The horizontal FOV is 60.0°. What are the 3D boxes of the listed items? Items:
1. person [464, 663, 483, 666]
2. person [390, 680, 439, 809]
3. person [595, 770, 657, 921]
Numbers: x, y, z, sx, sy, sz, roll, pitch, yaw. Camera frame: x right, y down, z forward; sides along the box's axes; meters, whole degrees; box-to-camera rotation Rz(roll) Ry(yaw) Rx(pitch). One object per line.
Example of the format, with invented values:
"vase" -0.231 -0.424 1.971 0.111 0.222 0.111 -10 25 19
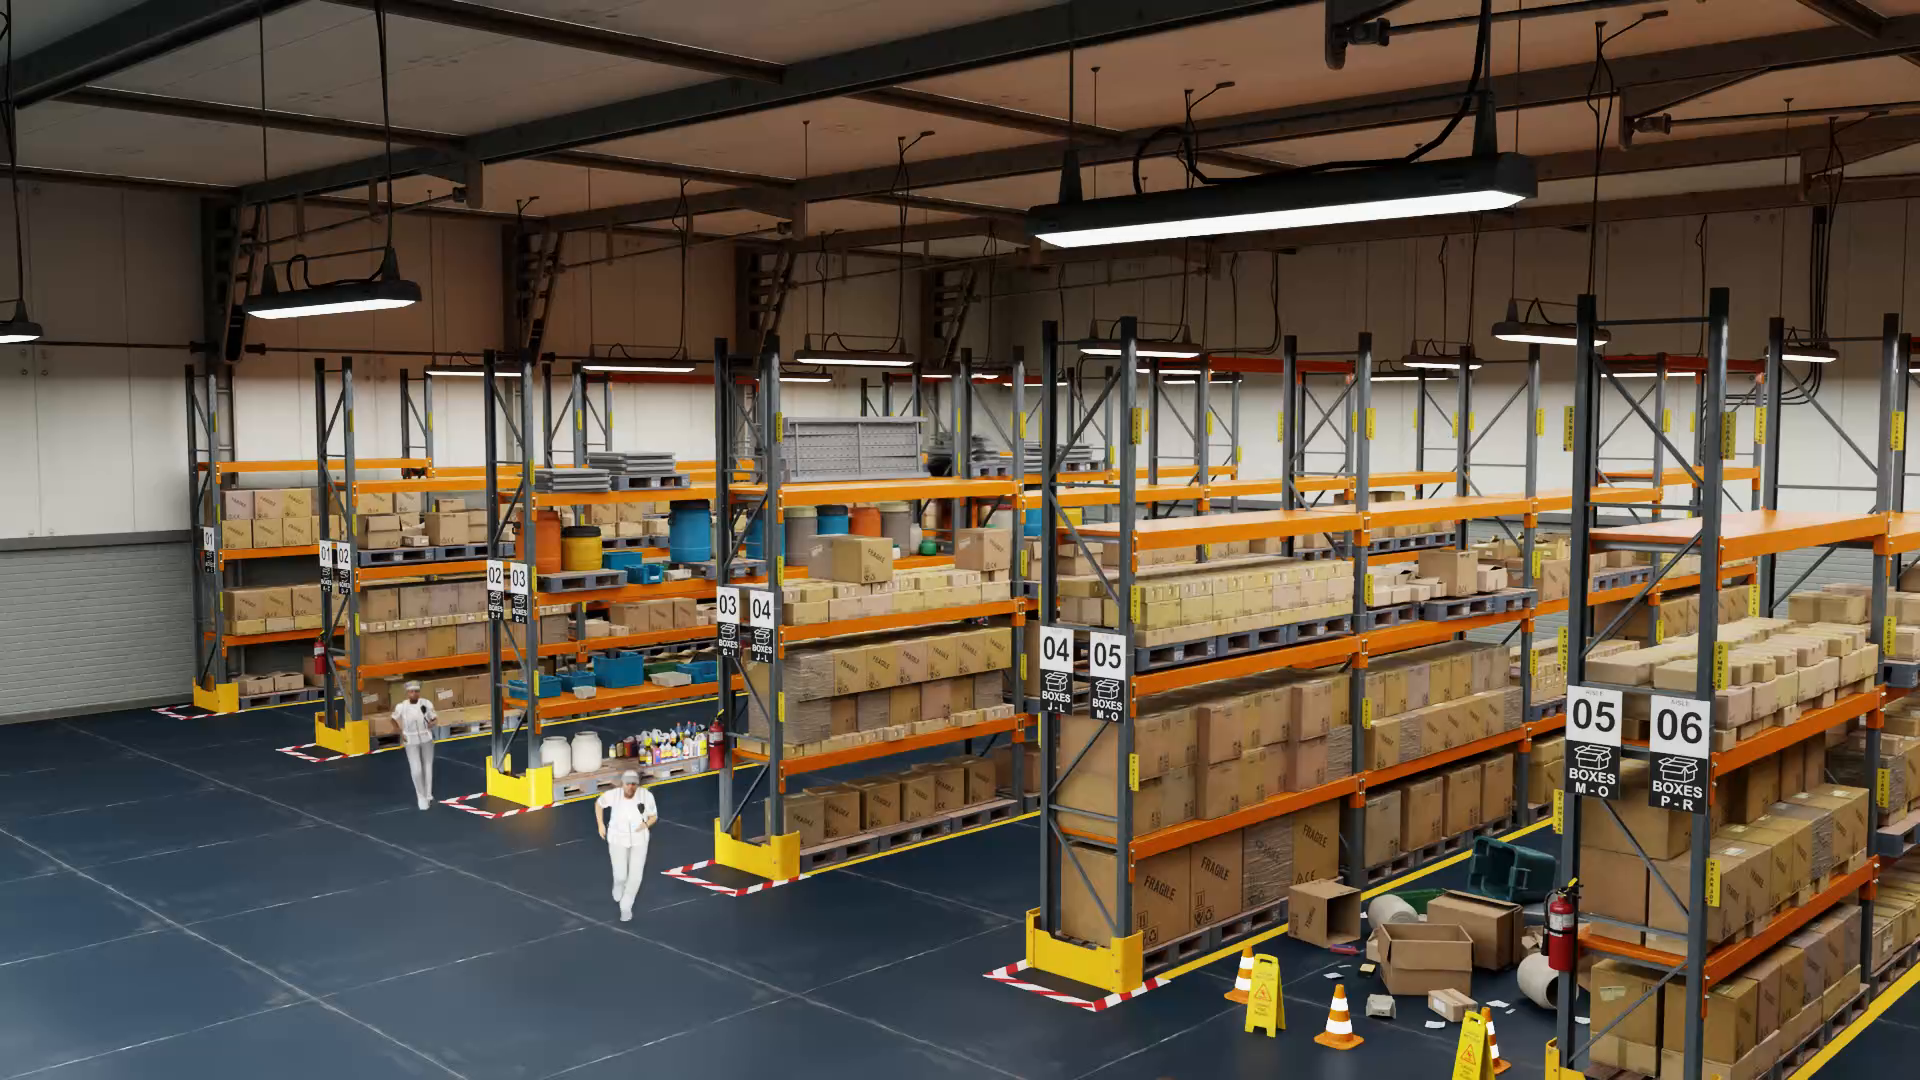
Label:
"person" -8.418 2.121 28.918 0.668 1.766 0.862 3 5 36
"person" -7.093 2.682 21.712 0.581 1.727 0.694 -2 5 -29
"person" -3.369 3.093 16.864 0.592 1.593 0.667 -2 5 -20
